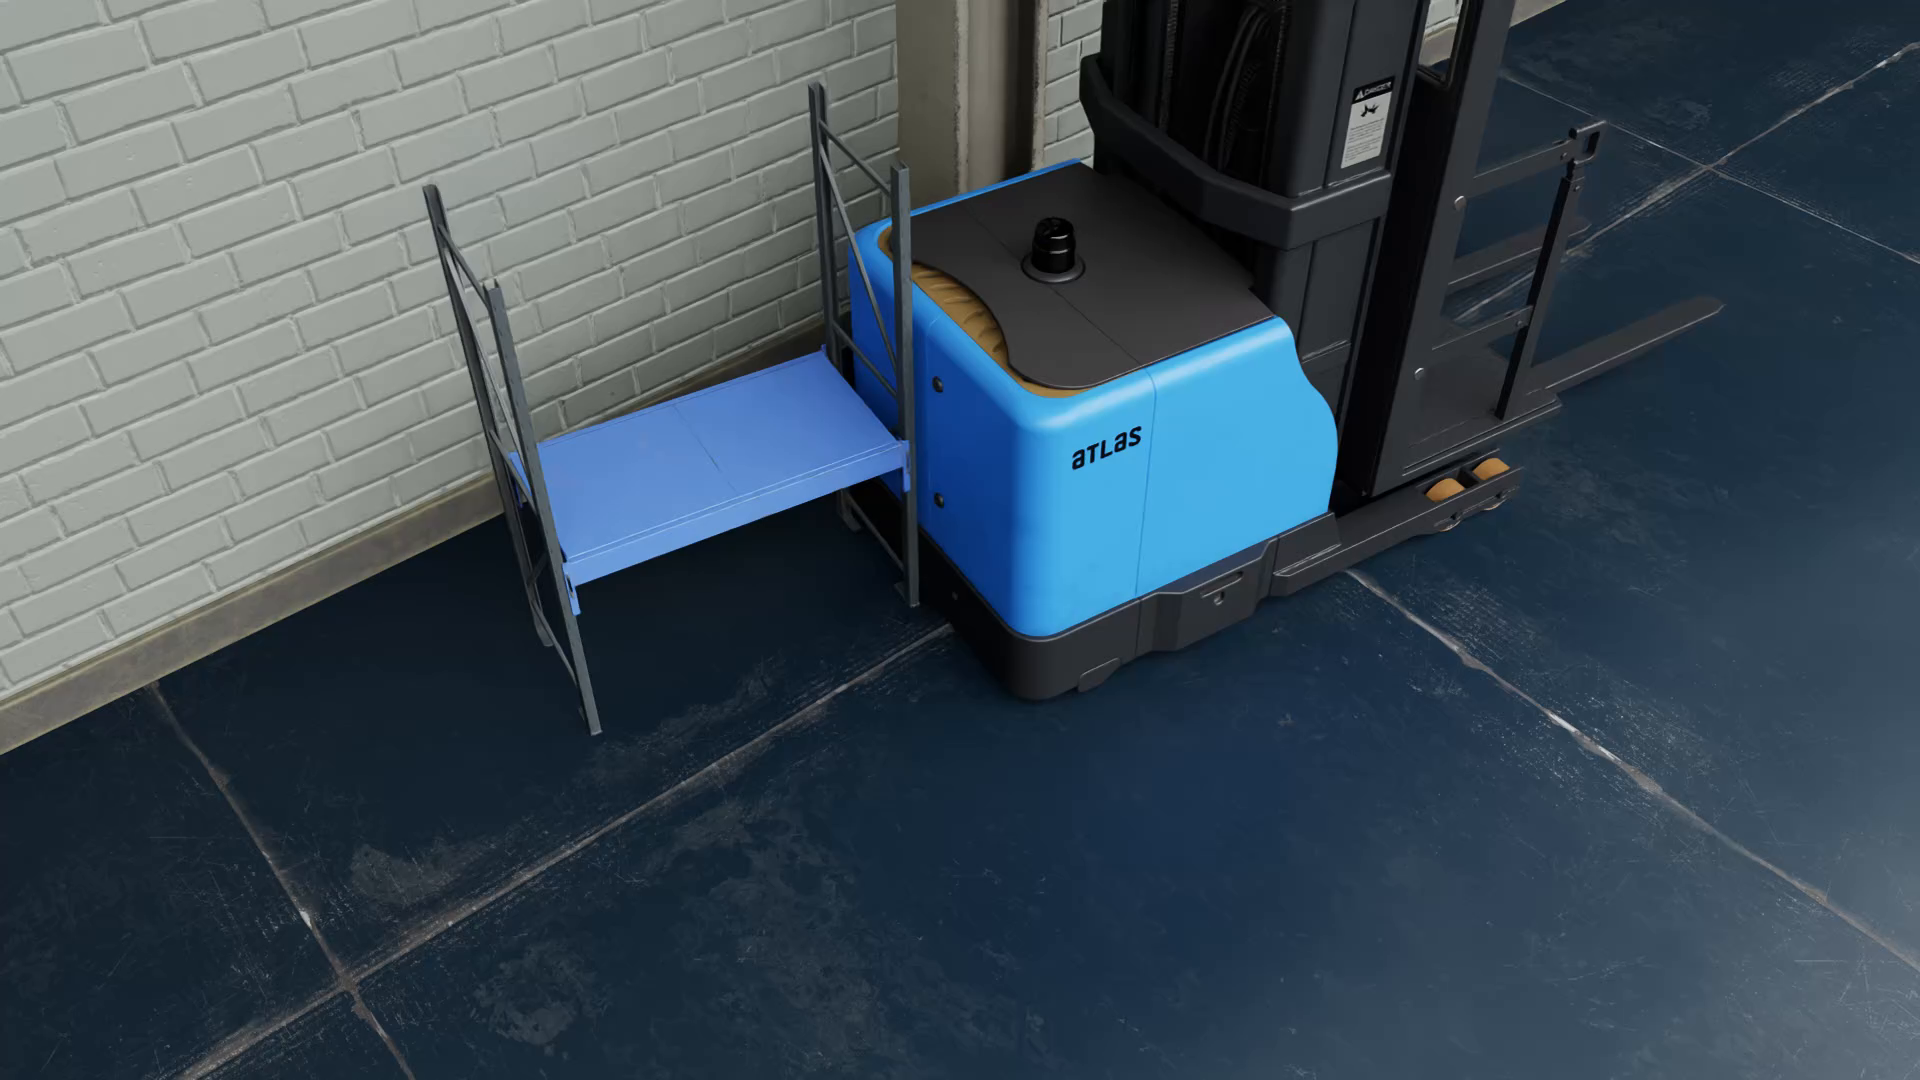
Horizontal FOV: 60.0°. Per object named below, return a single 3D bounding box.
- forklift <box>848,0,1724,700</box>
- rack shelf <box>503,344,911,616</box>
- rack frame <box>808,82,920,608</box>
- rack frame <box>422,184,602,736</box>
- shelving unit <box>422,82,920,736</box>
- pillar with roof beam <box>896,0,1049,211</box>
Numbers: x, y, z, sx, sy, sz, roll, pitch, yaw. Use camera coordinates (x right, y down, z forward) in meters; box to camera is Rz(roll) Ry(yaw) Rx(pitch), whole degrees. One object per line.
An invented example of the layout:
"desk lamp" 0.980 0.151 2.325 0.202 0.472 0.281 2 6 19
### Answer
"forklift" 1.200 -1.384 4.583 3.031 2.935 1.130 -23 48 -22
"rack shelf" -0.701 -0.190 4.620 1.000 0.185 0.538 -21 47 -21
"rack frame" -0.259 -0.493 4.680 0.032 1.500 0.500 -21 47 -21
"rack frame" -1.143 -0.149 4.313 0.032 1.500 0.500 -21 47 -21
"shelving unit" -0.701 -0.321 4.497 1.048 1.500 0.538 -21 47 -21
"pillar with roof beam" 2.803 -1.867 0.664 0.400 9.000 9.100 -30 51 -28
